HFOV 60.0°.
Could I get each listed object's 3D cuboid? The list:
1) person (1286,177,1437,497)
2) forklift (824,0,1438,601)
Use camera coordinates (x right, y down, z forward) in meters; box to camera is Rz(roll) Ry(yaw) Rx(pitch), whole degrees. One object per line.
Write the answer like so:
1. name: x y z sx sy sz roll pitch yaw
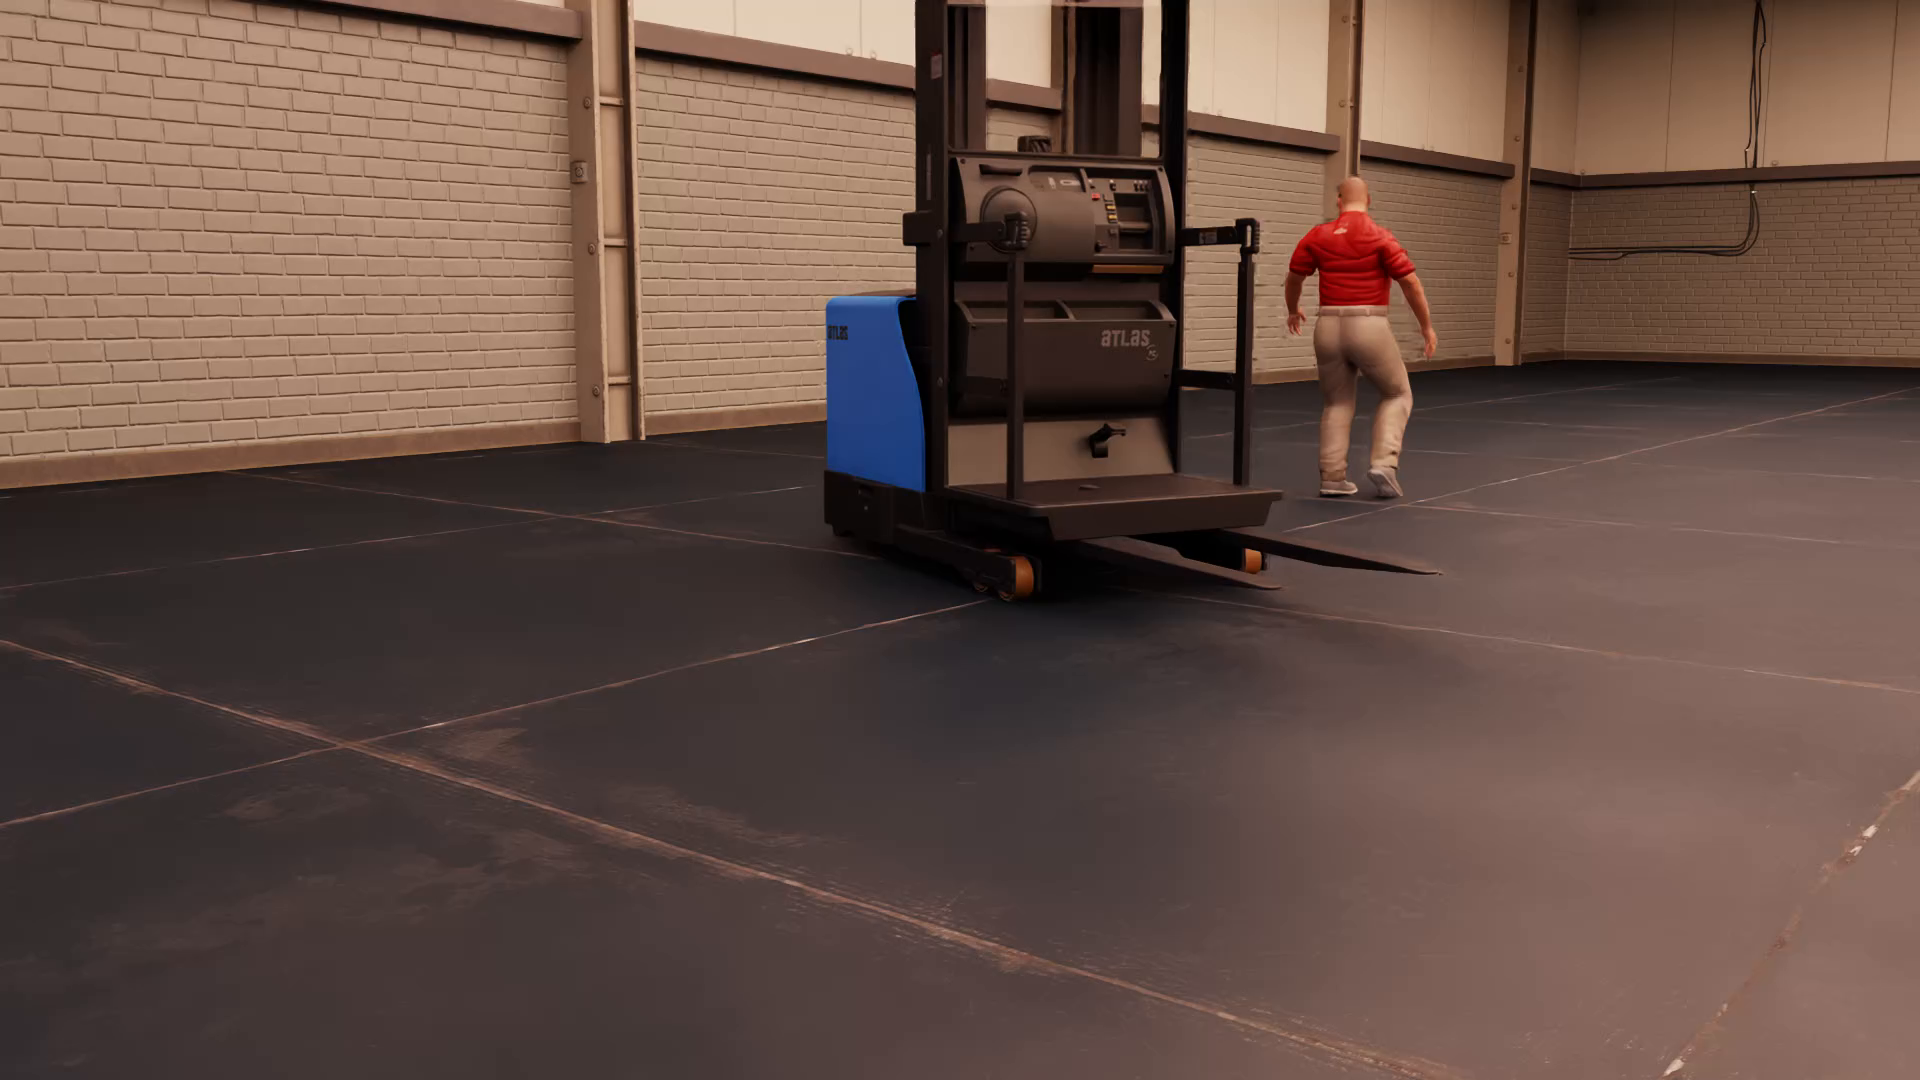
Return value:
1. person: 2.121 -1.066 8.989 0.874 1.750 0.467 7 11 39
2. forklift: 0.512 -1.305 6.202 1.130 2.935 3.031 -4 9 -27
